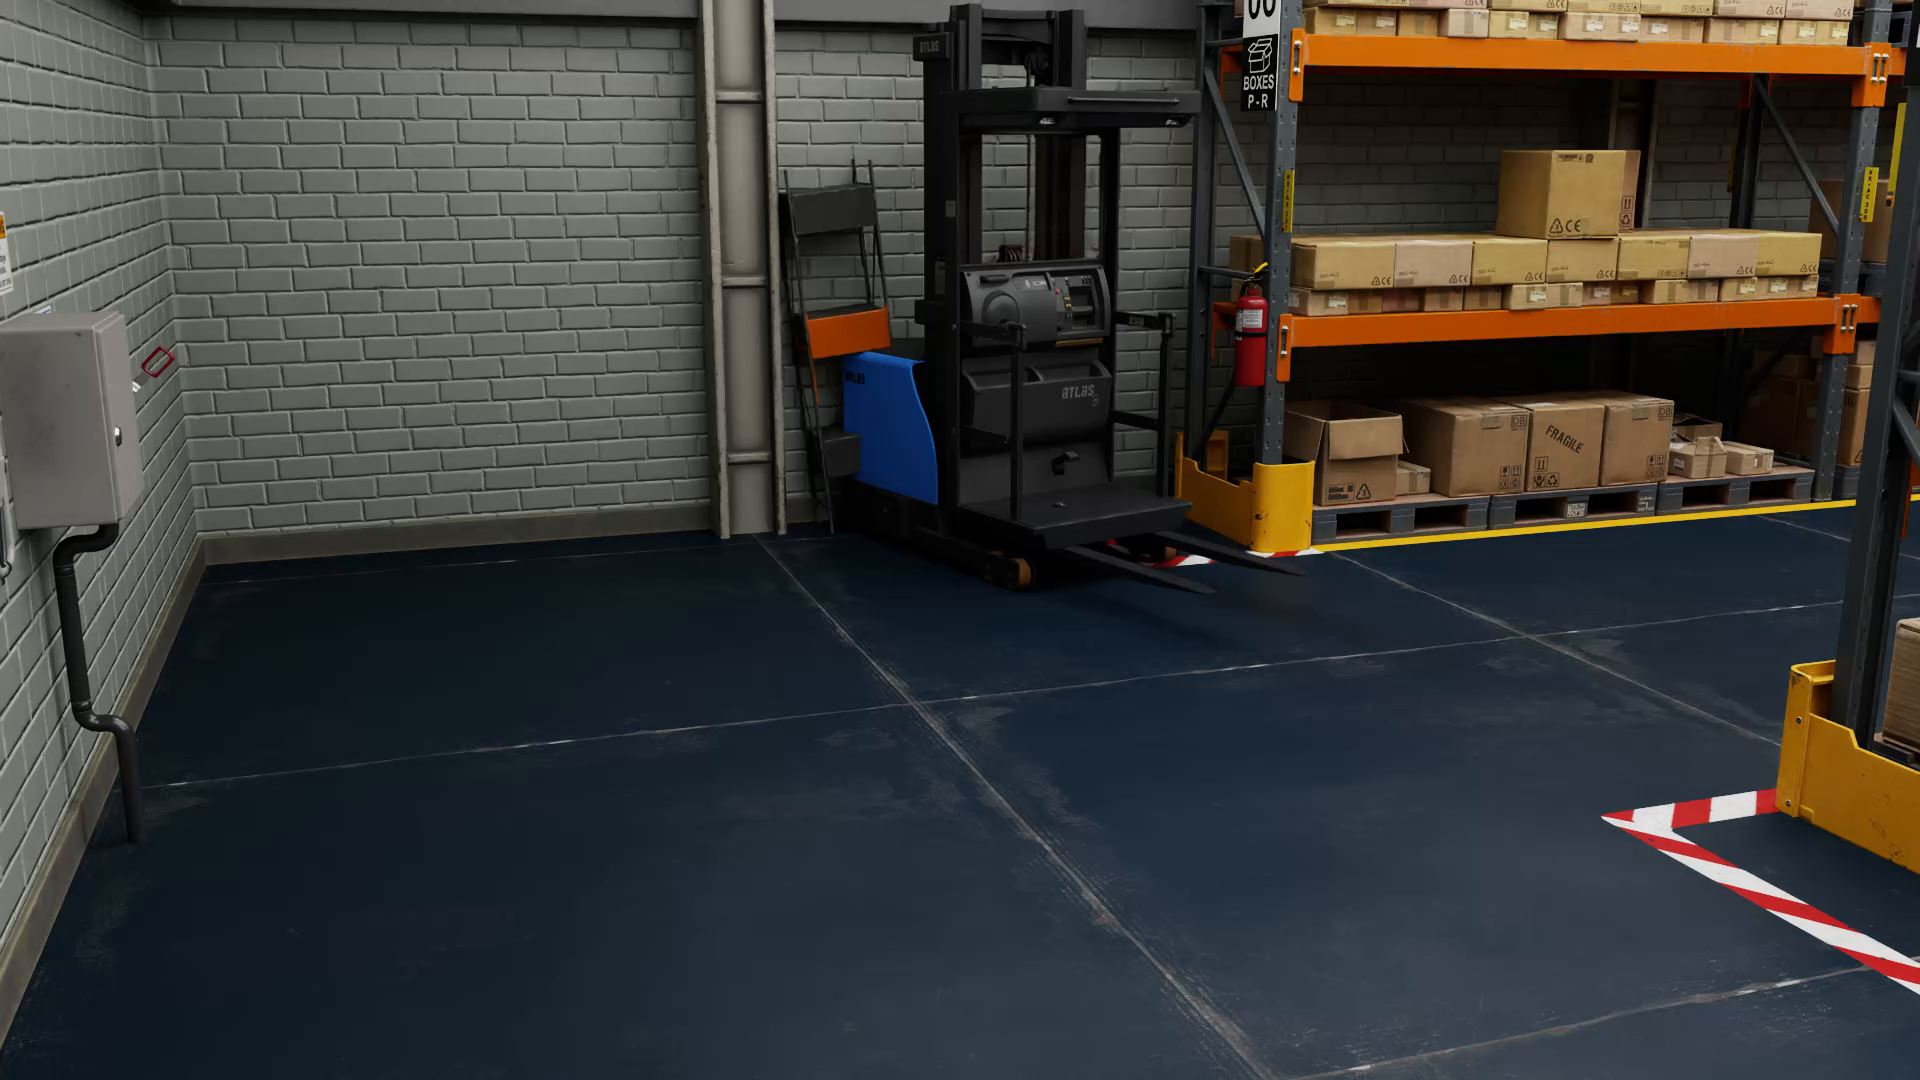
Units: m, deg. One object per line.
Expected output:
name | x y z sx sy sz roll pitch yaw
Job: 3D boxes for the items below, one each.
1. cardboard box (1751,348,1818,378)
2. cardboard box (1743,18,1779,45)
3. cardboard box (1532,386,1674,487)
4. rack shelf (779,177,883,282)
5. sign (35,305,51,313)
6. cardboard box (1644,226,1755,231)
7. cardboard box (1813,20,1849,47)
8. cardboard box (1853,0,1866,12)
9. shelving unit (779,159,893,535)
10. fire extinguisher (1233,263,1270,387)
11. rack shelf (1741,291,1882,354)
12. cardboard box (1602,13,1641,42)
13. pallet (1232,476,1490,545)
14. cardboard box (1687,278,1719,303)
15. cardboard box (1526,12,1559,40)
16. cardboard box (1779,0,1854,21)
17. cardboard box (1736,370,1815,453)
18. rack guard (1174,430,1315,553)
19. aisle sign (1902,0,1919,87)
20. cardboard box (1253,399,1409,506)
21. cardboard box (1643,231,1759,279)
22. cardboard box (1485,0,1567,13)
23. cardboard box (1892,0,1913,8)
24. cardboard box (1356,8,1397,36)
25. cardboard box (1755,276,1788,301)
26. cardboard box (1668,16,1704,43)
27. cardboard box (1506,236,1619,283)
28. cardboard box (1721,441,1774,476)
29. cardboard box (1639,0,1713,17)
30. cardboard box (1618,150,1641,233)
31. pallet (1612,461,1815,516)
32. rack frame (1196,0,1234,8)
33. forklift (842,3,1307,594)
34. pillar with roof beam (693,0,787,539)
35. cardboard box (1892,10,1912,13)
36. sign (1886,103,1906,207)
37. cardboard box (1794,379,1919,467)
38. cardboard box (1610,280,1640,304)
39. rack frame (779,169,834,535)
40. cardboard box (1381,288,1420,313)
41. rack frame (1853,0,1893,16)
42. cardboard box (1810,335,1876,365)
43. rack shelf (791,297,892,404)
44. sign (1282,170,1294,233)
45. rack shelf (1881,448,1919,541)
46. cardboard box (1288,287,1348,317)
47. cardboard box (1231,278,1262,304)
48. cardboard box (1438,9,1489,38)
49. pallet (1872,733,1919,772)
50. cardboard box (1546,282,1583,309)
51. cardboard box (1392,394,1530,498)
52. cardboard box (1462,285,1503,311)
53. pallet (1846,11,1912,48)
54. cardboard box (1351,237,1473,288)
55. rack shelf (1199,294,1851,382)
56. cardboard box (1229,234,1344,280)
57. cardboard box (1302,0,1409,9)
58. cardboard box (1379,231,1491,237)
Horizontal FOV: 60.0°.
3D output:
cardboard box | 5.636 -1.205 11.320 0.250 0.149 0.380 -5 14 -20
cardboard box | 4.642 -3.022 9.924 0.250 0.149 0.380 -4 14 -16
cardboard box | 4.005 -0.660 10.428 0.500 0.500 0.700 -5 14 -20
rack shelf | -0.757 -1.785 9.531 0.480 0.518 0.431 -11 16 -17
sign | -3.047 -0.525 5.571 0.001 0.494 0.329 -4 14 -18
cardboard box | 4.824 -1.905 10.853 0.500 0.250 0.500 -5 14 -19
cardboard box | 5.133 -3.057 10.073 0.250 0.149 0.380 -5 14 -18
cardboard box | 5.644 -3.439 10.554 0.250 0.149 0.380 -4 14 -18
shelving unit | -0.687 -1.127 9.712 0.503 2.100 0.431 -11 16 -17
fire extinguisher | 1.596 -1.185 9.114 0.183 0.674 0.296 -4 14 -18
rack shelf | 7.275 -1.609 11.478 4.000 0.370 1.077 -4 14 -18
cardboard box | 3.683 -2.937 9.568 0.250 0.149 0.380 -4 14 -17
pallet | 2.415 -0.224 10.128 1.213 0.211 1.003 -4 14 -18
cardboard box | 4.422 -1.548 10.212 0.250 0.149 0.380 -4 14 -17
cardboard box | 3.183 -2.914 9.473 0.250 0.149 0.380 -5 14 -19
cardboard box | 5.002 -3.252 10.030 0.500 0.250 0.500 -4 14 -18
cardboard box | 5.750 -0.900 11.440 0.500 0.500 0.500 -5 14 -18
rack guard | 1.660 -0.305 9.846 0.348 0.500 1.175 -4 14 -18
aisle sign | 3.008 -1.755 4.921 0.004 0.787 0.394 -4 14 -18
cardboard box | 2.198 -0.530 9.876 0.637 0.503 0.797 -5 14 -20
cardboard box | 4.504 -1.752 10.206 0.500 0.250 0.500 -4 14 -18
cardboard box | 3.060 -3.097 9.379 0.500 0.250 0.500 -5 14 -20
cardboard box | 5.789 -3.336 10.122 0.250 0.149 0.380 -4 14 -17
cardboard box | 2.205 -2.851 9.205 0.250 0.149 0.380 -4 14 -17
cardboard box | 4.918 -1.586 10.371 0.250 0.149 0.380 -4 14 -17
cardboard box | 4.145 -2.991 9.796 0.250 0.149 0.380 -4 14 -16
cardboard box | 3.539 -1.680 9.904 0.500 0.250 0.500 -5 14 -20
cardboard box | 4.945 -0.523 10.612 0.250 0.149 0.380 -5 14 -20
cardboard box | 4.023 -3.176 9.711 0.500 0.250 0.500 -4 14 -17
cardboard box | 3.883 -2.196 10.454 0.500 0.500 0.500 -5 14 -20
pallet | 4.728 -0.404 10.885 1.213 0.211 1.003 -4 14 -18
rack frame | 1.588 -4.434 8.839 0.127 3.000 1.000 -4 14 -18
forklift | 0.543 -1.296 8.758 1.130 2.935 3.031 -9 16 -34
pillar with roof beam | 0.118 -3.489 4.864 0.400 9.000 9.100 -4 14 -18
cardboard box | 6.119 -3.484 10.745 0.250 0.149 0.380 -5 14 -20
sign | 3.015 -1.226 5.301 0.005 0.325 0.100 -4 14 -18
cardboard box | 5.909 -0.786 10.958 0.500 0.500 0.500 -4 14 -16
cardboard box | 3.908 -1.529 10.130 0.250 0.149 0.380 -4 14 -17
rack frame | -0.916 -1.083 9.642 0.015 2.100 0.400 -11 16 -17
cardboard box | 2.451 -1.414 9.647 0.250 0.149 0.380 -5 14 -19
rack frame | 5.379 -4.730 10.080 0.127 3.000 1.000 -4 14 -18
cardboard box | 5.785 -1.241 10.828 0.250 0.149 0.380 -5 14 -19
rack shelf | -0.686 -1.114 9.716 0.480 0.518 0.431 -11 16 -17
sign | 1.761 -1.818 8.933 0.005 0.325 0.100 -4 14 -18
rack shelf | 5.070 -0.225 5.662 4.000 0.370 1.077 -4 14 -18
cardboard box | 1.987 -1.358 9.412 0.250 0.149 0.380 -5 14 -18
cardboard box | 1.817 -1.477 9.913 0.250 0.149 0.380 -5 14 -19
cardboard box | 2.722 -2.862 9.252 0.250 0.149 0.380 -4 14 -17
pallet | 3.908 0.853 5.601 1.213 0.211 1.003 -4 14 -18
cardboard box | 3.467 -1.466 9.866 0.250 0.149 0.380 -4 14 -17
cardboard box | 3.021 -0.583 10.106 0.500 0.500 0.700 -4 14 -16
cardboard box | 2.961 -1.440 9.756 0.250 0.149 0.380 -4 14 -17
pallet | 6.020 -3.212 10.587 1.003 0.211 1.213 -4 14 -18
cardboard box | 2.582 -1.599 9.565 0.500 0.250 0.500 -4 14 -17
rack shelf | 3.484 -1.313 10.237 4.000 0.370 1.077 -4 14 -18
cardboard box | 1.939 -1.680 9.904 0.500 0.250 0.500 -4 14 -16
cardboard box | 2.096 -3.020 9.055 0.500 0.250 0.500 -5 14 -19
cardboard box | 2.899 -1.753 10.212 0.500 0.250 0.500 -4 14 -16
